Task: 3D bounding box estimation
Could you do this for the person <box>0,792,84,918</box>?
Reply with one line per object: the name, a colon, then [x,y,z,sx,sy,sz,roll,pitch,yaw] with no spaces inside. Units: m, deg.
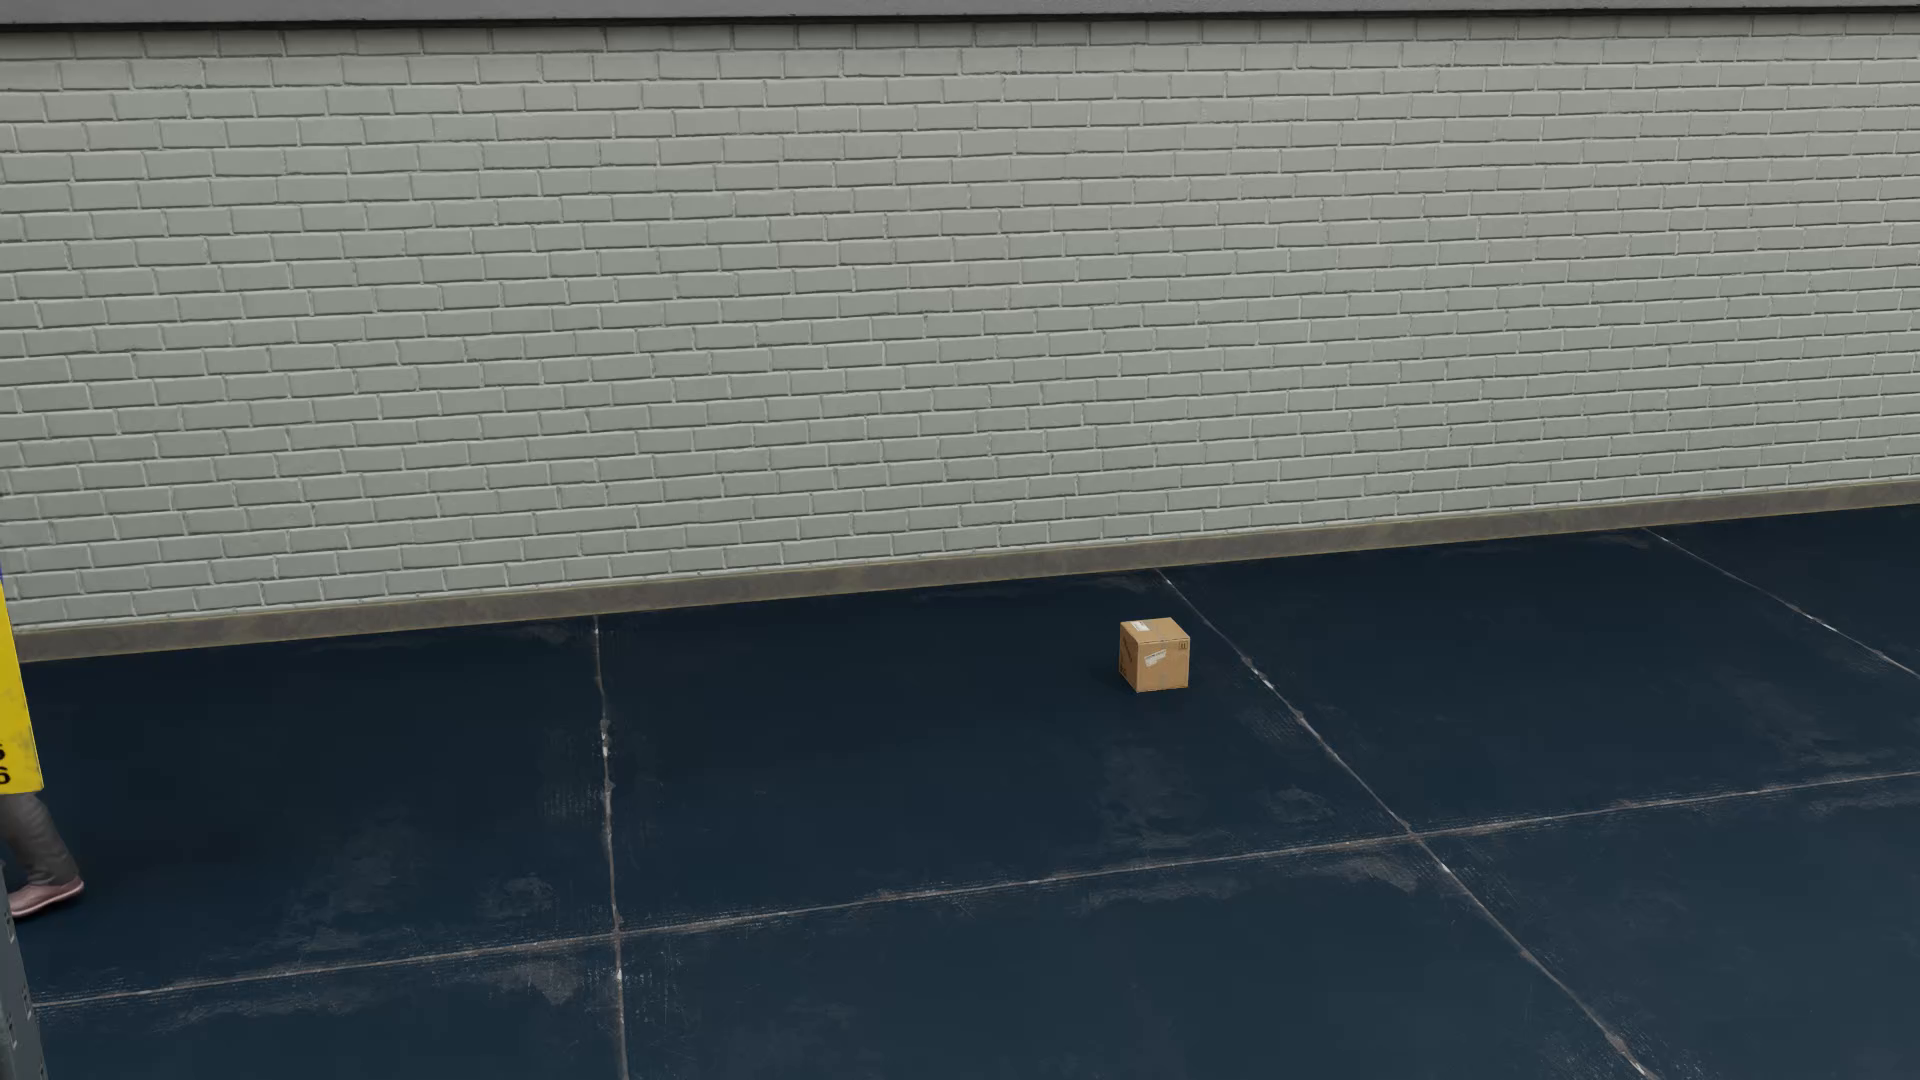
person: [-3.392,0.563,5.568,0.588,1.724,0.461,-9,21,-23]
